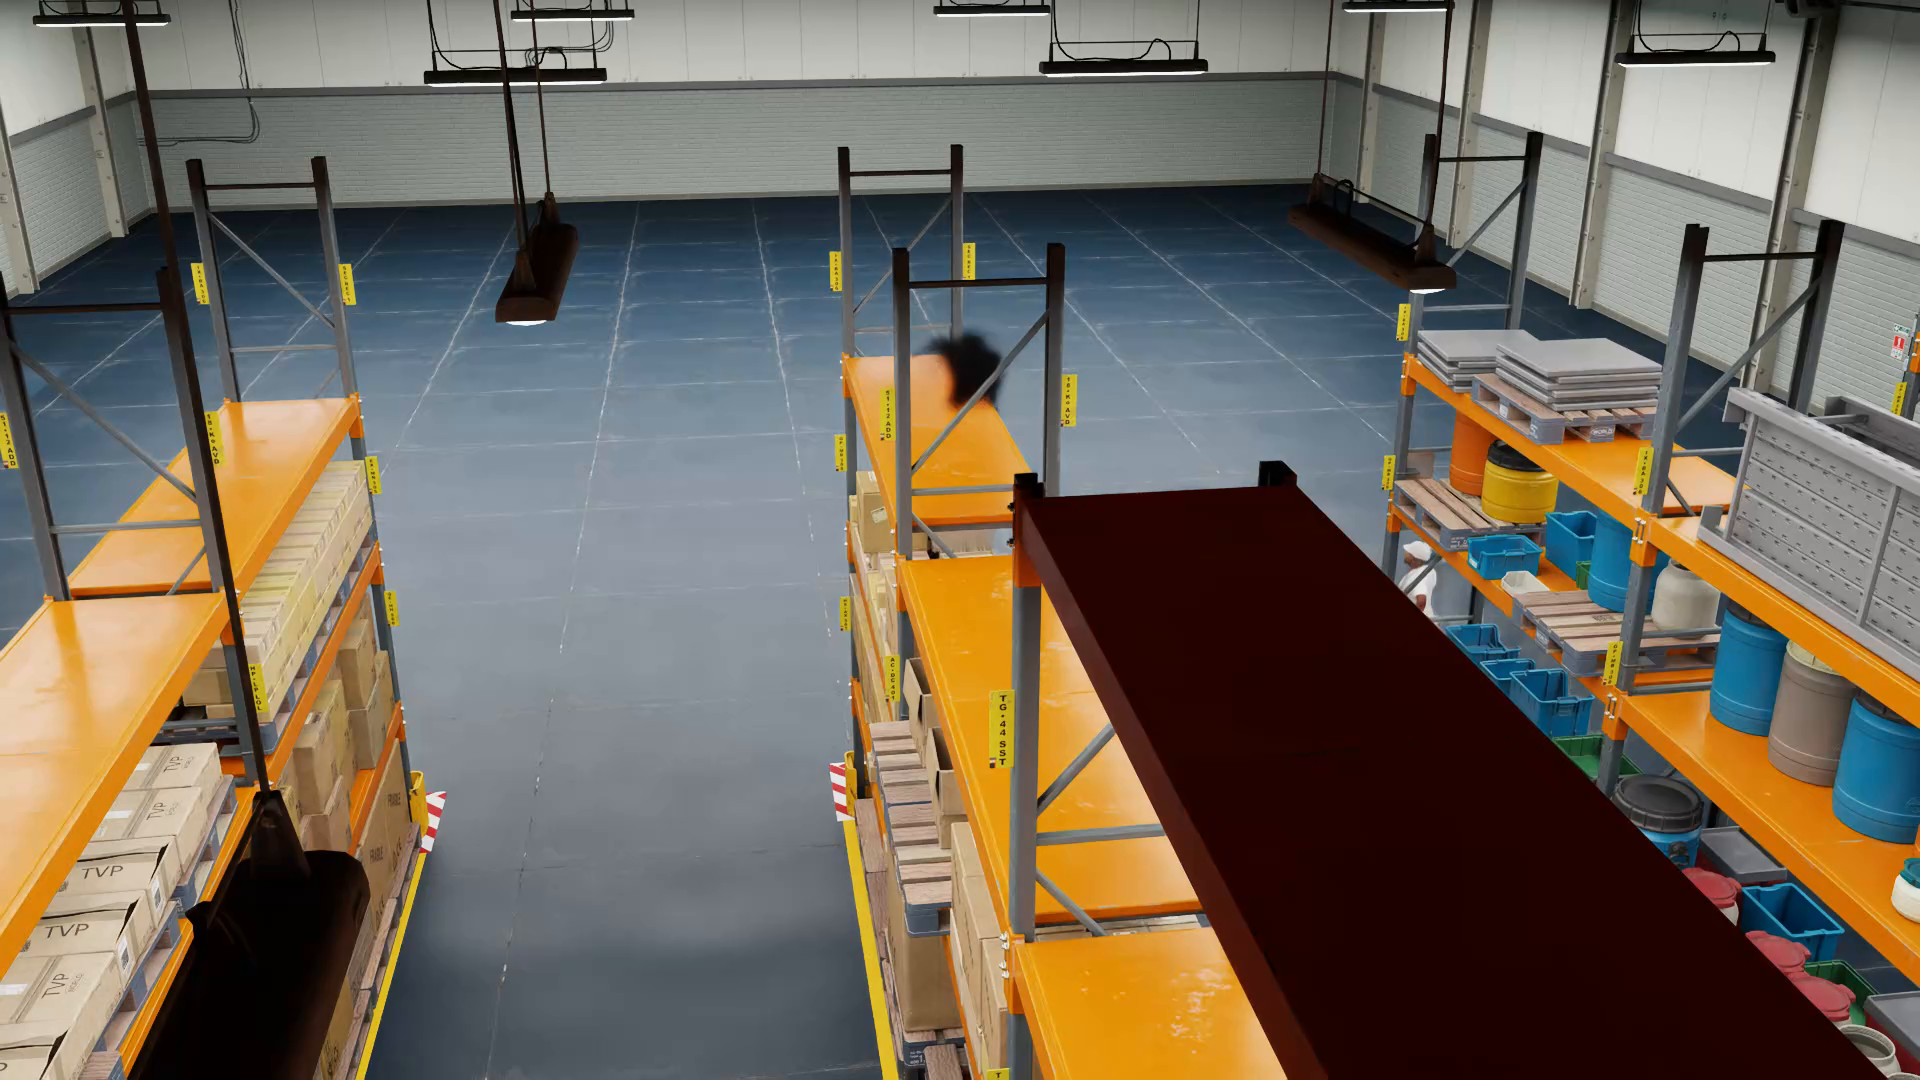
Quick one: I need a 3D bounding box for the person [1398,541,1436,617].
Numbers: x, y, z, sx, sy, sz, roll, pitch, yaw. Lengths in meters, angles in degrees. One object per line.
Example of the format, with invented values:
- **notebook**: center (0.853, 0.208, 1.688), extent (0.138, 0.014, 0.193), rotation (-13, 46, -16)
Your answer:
- **person**: center (4.640, 0.826, 17.206), extent (0.700, 1.712, 0.721), rotation (17, 27, 37)
